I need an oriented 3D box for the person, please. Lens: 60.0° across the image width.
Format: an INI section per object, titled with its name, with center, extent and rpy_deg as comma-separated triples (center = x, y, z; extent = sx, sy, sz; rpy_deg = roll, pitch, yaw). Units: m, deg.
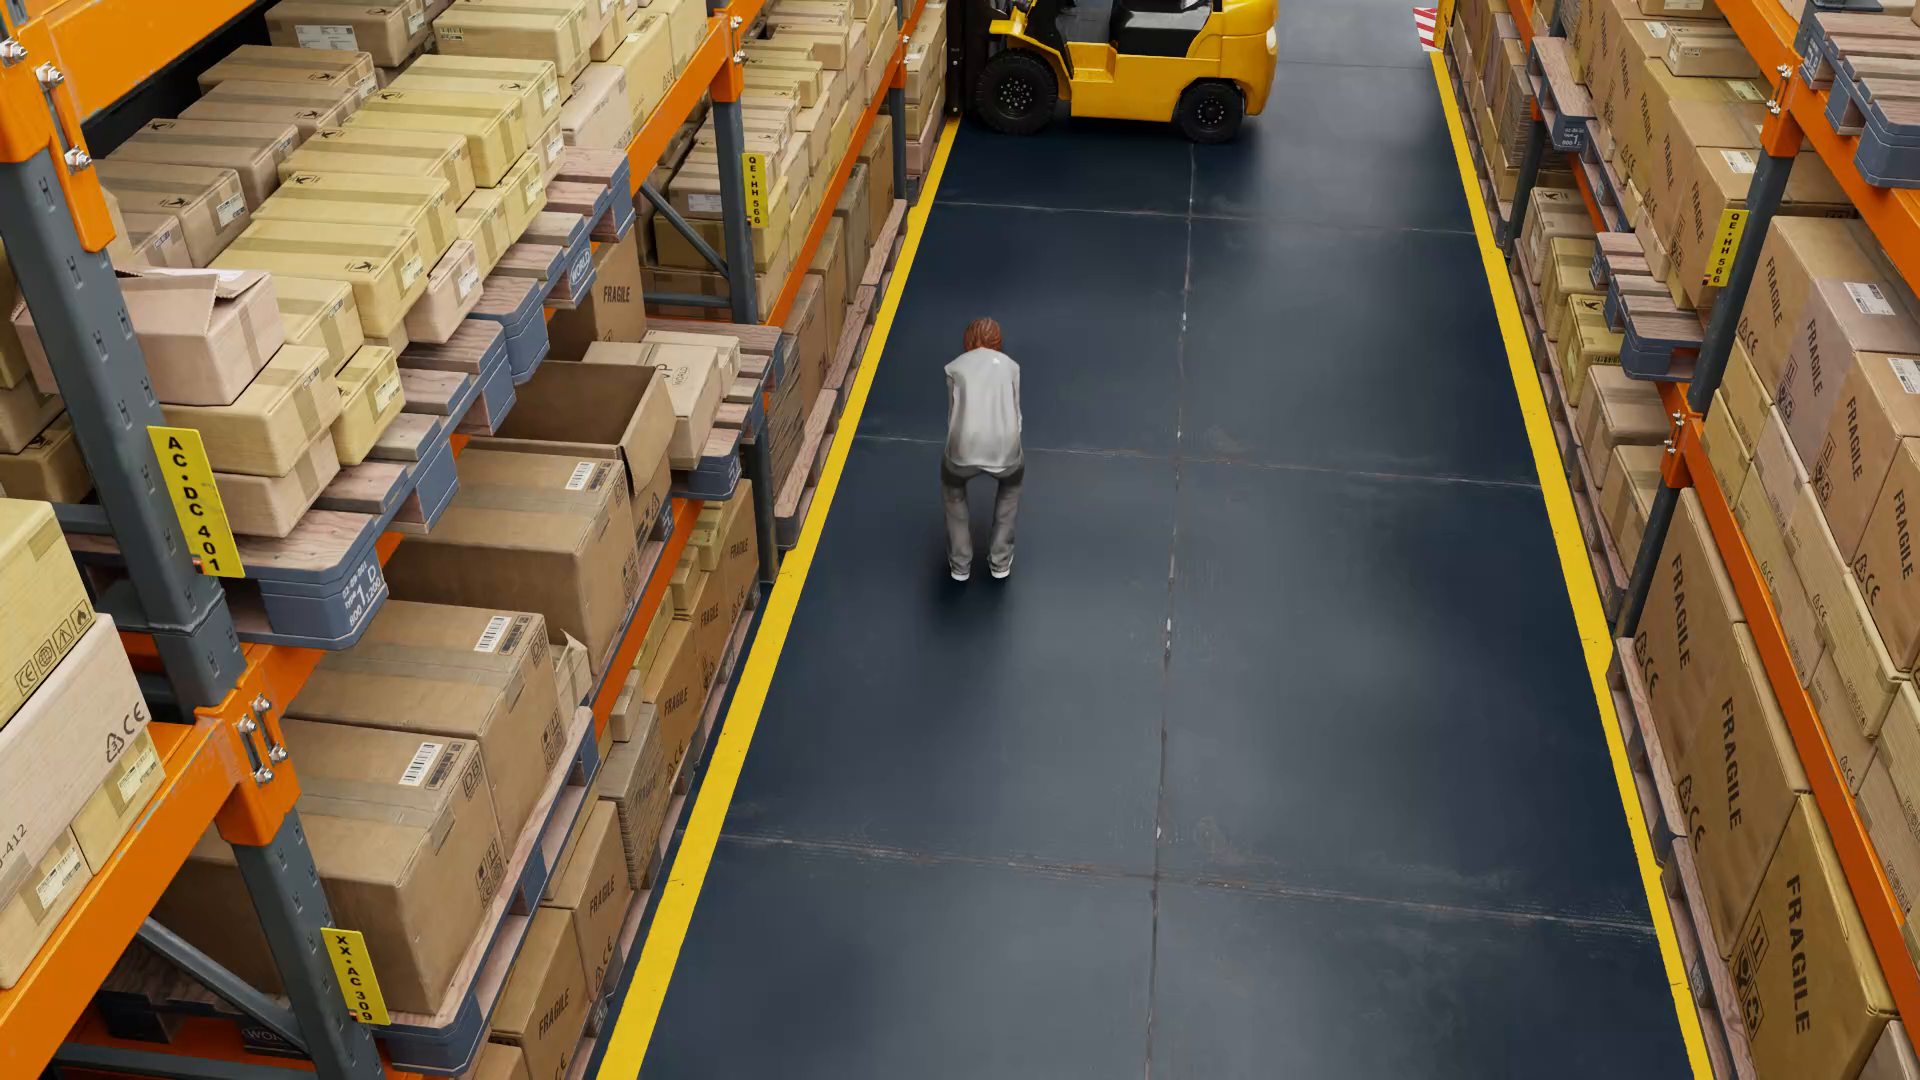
[person]
center = 0.110, -0.408, 7.999
extent = 0.398, 1.116, 0.841
rpy_deg = 1, 37, 1
